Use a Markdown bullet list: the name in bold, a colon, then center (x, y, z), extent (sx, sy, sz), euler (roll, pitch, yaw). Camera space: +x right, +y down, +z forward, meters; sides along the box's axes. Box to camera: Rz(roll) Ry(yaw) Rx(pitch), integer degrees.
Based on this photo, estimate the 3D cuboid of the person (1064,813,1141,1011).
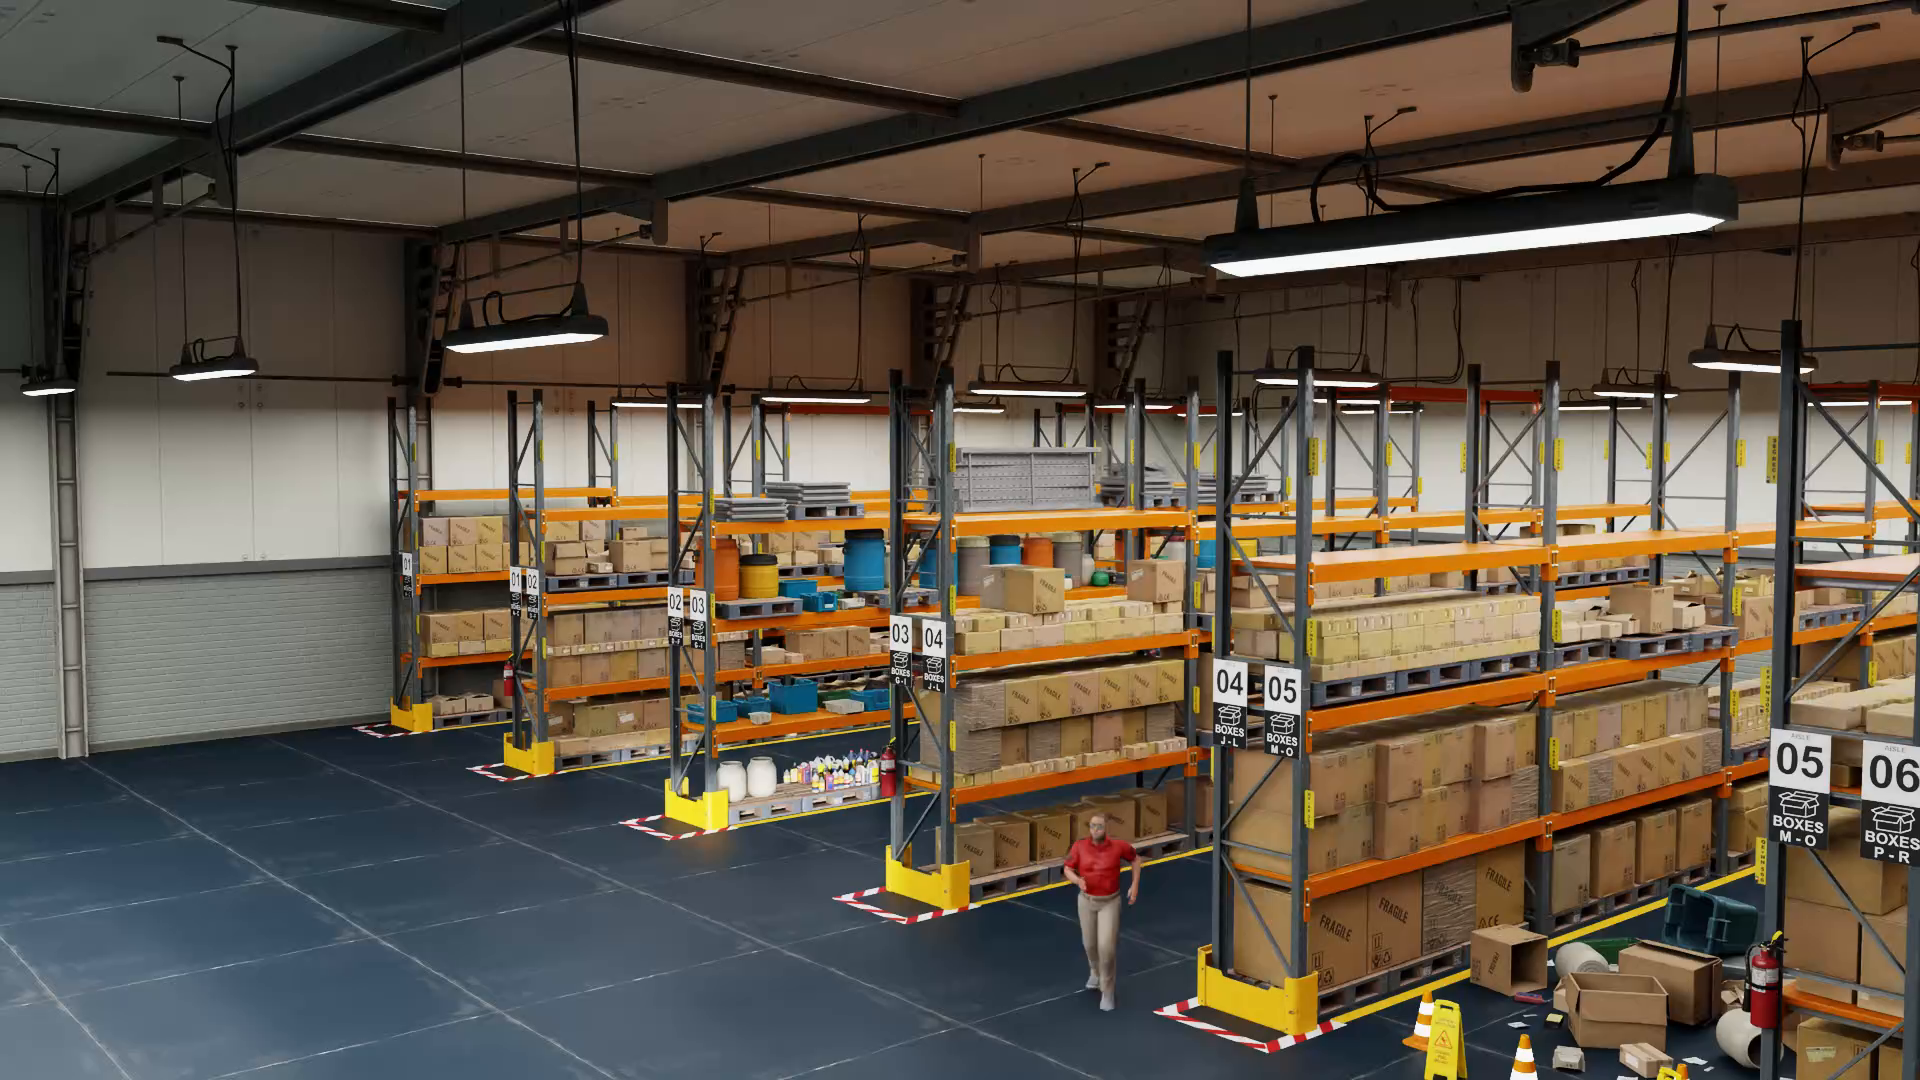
- **person**: center (1.301, 3.425, 15.401), extent (0.684, 1.821, 0.787), euler (1, 3, 17)
